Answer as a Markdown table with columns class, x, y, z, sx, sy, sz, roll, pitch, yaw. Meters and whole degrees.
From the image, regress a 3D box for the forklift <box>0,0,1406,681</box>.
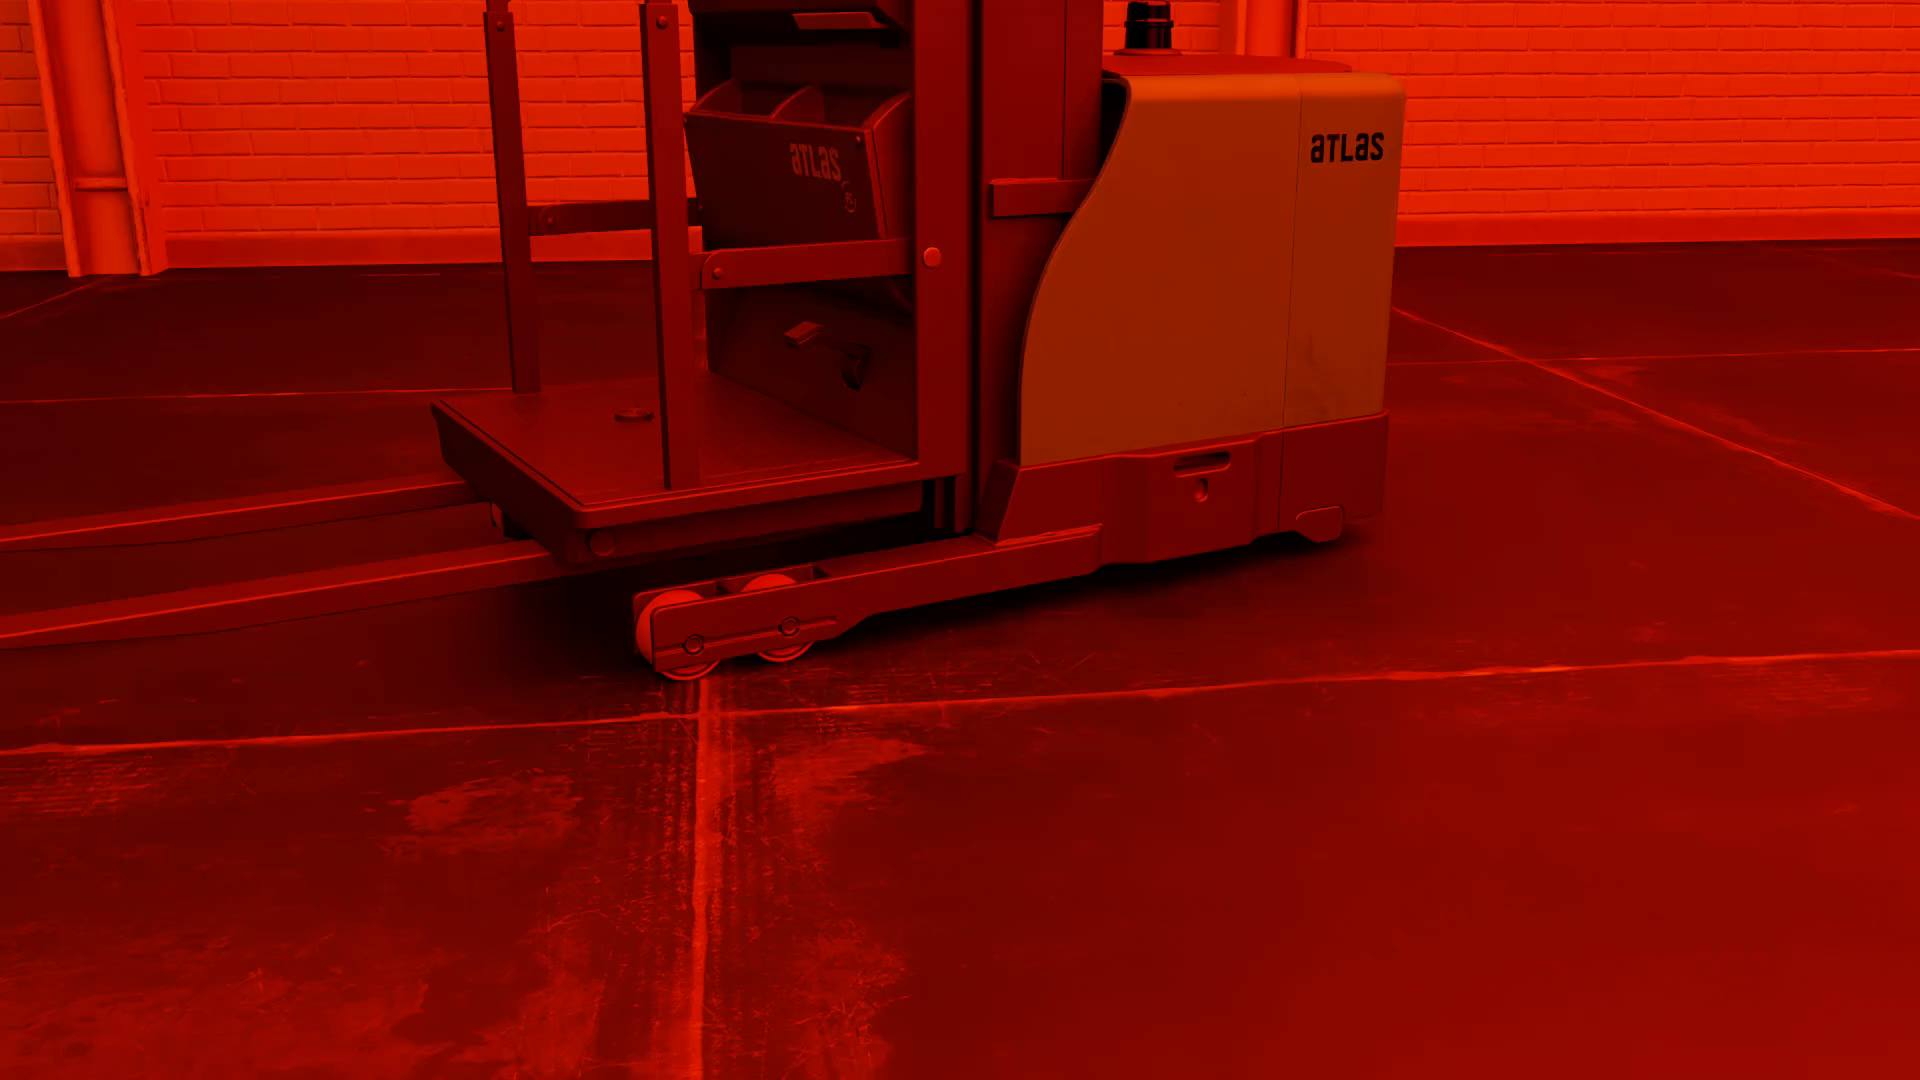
| class | x | y | z | sx | sy | sz | roll | pitch | yaw |
| --- | --- | --- | --- | --- | --- | --- | --- | --- | --- |
| forklift | -0.526 | -1.315 | 3.251 | 3.031 | 2.935 | 1.130 | -10 | 19 | -29 |
